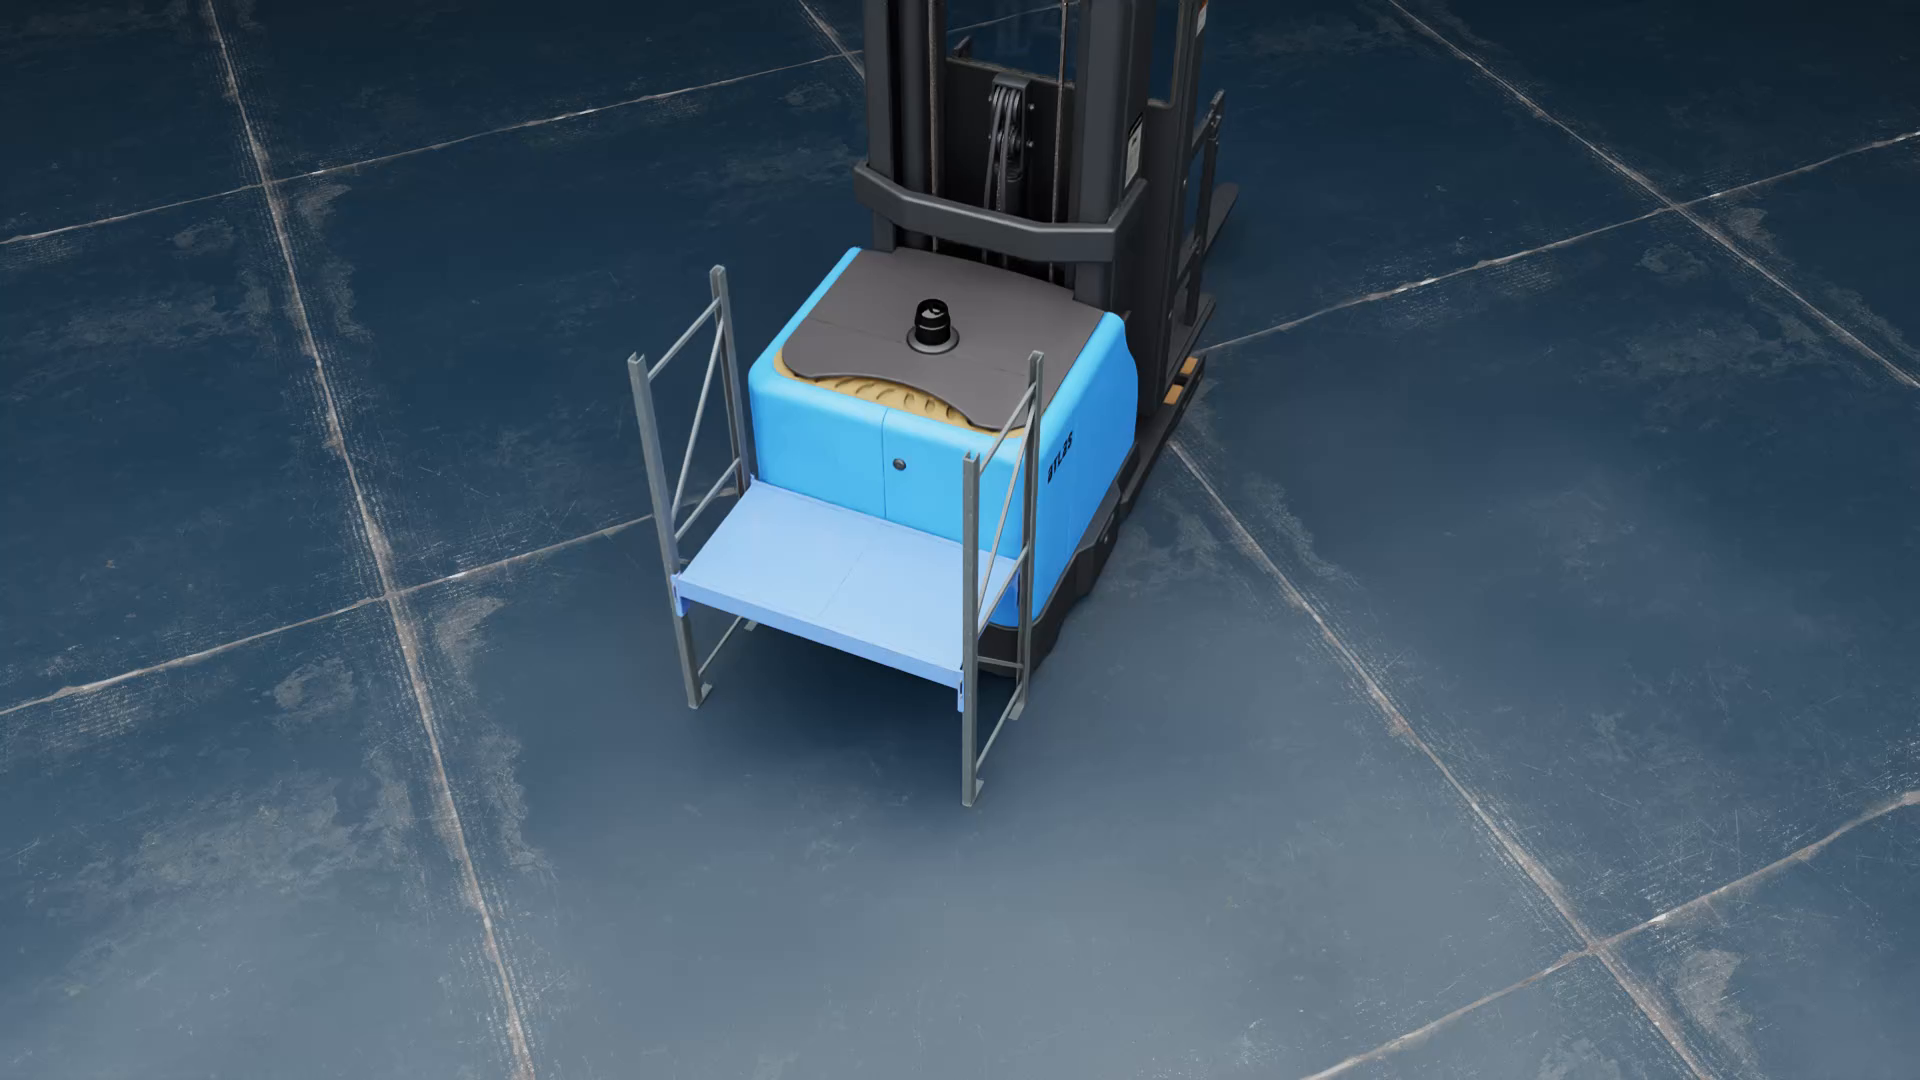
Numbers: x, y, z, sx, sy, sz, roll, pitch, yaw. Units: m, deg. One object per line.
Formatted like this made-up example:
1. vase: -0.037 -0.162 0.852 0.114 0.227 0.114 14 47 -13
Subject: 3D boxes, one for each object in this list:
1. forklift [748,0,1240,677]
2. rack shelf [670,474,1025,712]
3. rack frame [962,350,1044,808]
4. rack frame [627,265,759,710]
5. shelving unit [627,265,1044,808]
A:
1. forklift: 0.358 -1.621 5.806 1.130 2.935 3.031 17 47 16
2. rack shelf: -0.345 0.152 5.285 1.000 0.185 0.538 17 47 17
3. rack frame: 0.121 0.167 5.013 0.032 1.500 0.500 17 47 17
4. rack frame: -0.811 -0.120 5.304 0.032 1.500 0.500 17 47 17
5. shelving unit: -0.345 0.024 5.158 1.048 1.500 0.538 17 47 17
